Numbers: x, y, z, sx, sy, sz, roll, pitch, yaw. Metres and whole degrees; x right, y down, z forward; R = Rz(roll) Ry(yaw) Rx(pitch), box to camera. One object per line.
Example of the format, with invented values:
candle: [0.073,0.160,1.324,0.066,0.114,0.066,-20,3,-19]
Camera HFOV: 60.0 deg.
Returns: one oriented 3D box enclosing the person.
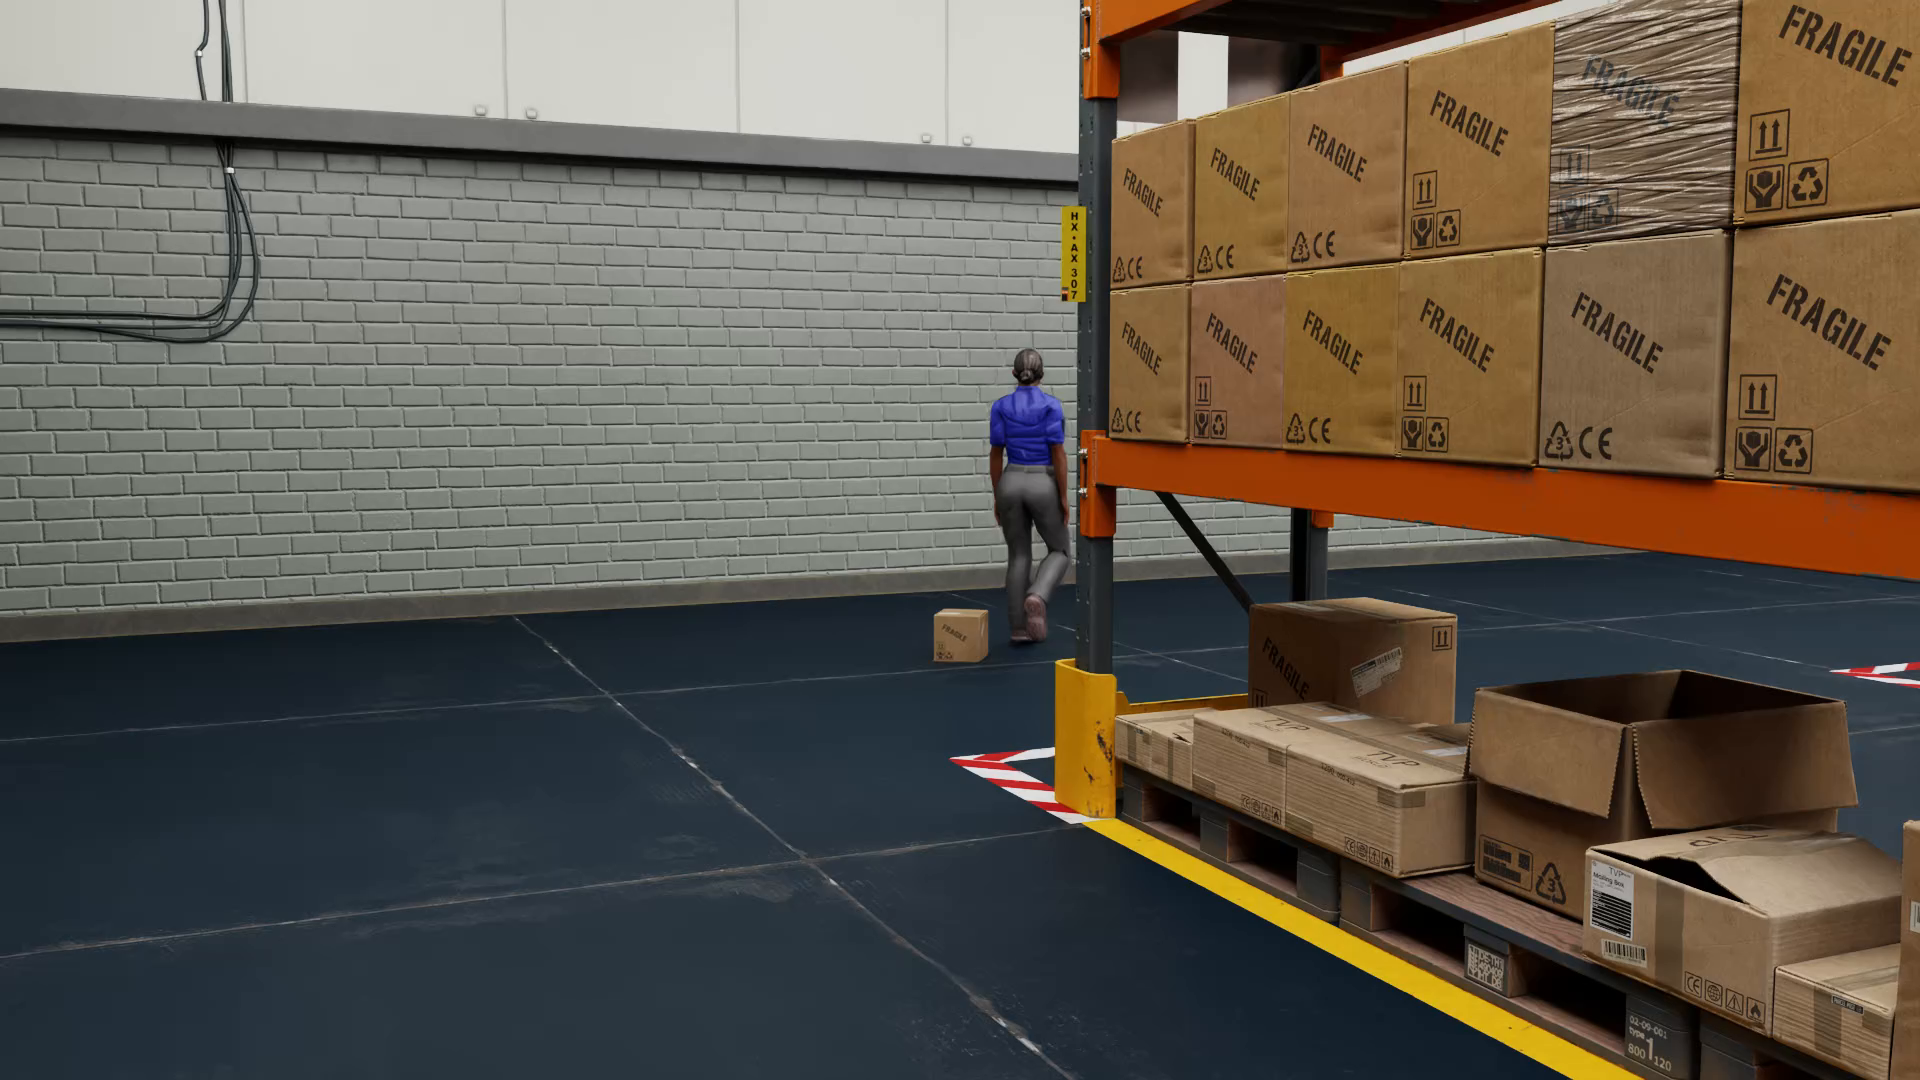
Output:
person: [0.383,-0.241,9.269,0.473,1.644,0.503,2,6,18]
